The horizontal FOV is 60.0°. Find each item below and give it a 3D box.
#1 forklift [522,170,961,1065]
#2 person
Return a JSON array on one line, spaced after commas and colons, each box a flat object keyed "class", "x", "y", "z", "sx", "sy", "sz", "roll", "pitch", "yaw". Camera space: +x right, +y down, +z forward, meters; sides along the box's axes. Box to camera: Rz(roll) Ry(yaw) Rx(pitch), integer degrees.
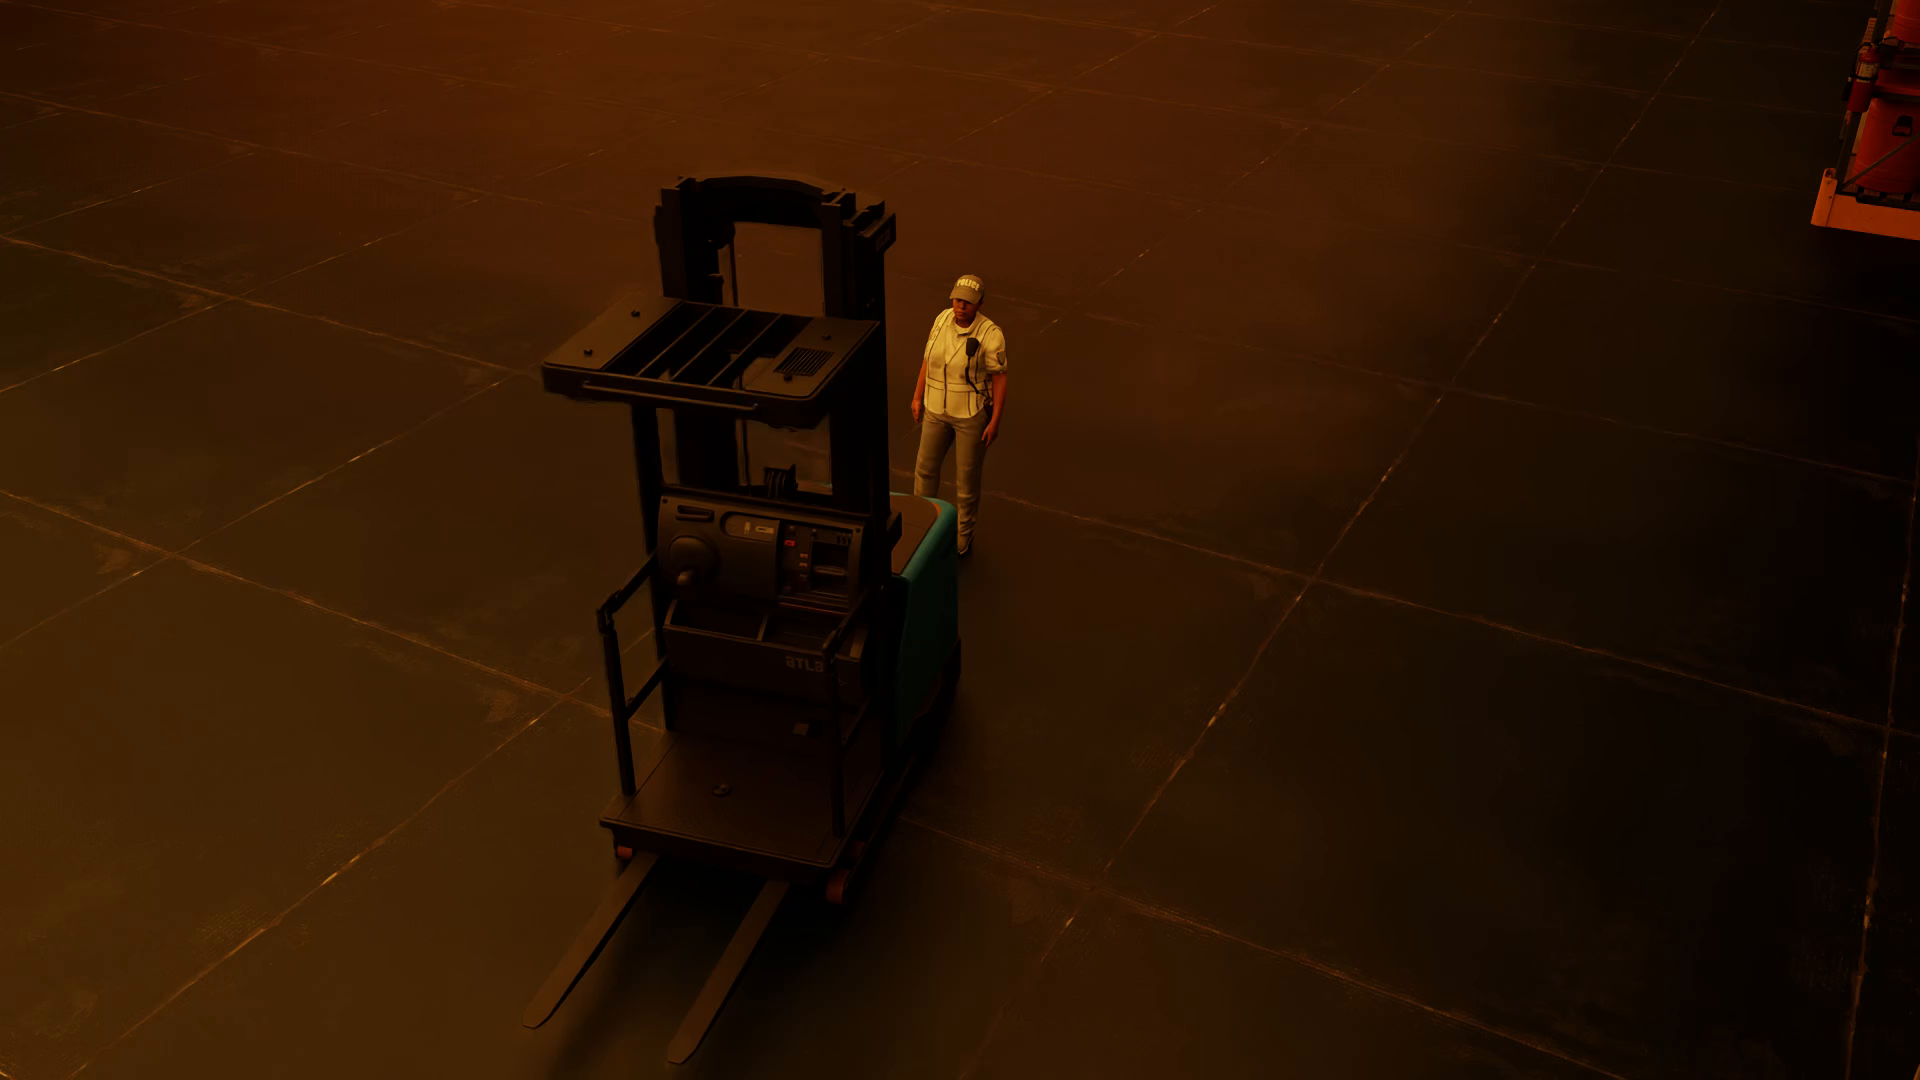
[{"class": "forklift", "x": -0.914, "y": 0.100, "z": 6.897, "sx": 1.130, "sy": 2.935, "sz": 3.031, "roll": 9, "pitch": 31, "yaw": 15}, {"class": "person", "x": -0.057, "y": -0.700, "z": 9.534, "sx": 0.599, "sy": 1.670, "sz": 0.529, "roll": 15, "pitch": 33, "yaw": 25}]
